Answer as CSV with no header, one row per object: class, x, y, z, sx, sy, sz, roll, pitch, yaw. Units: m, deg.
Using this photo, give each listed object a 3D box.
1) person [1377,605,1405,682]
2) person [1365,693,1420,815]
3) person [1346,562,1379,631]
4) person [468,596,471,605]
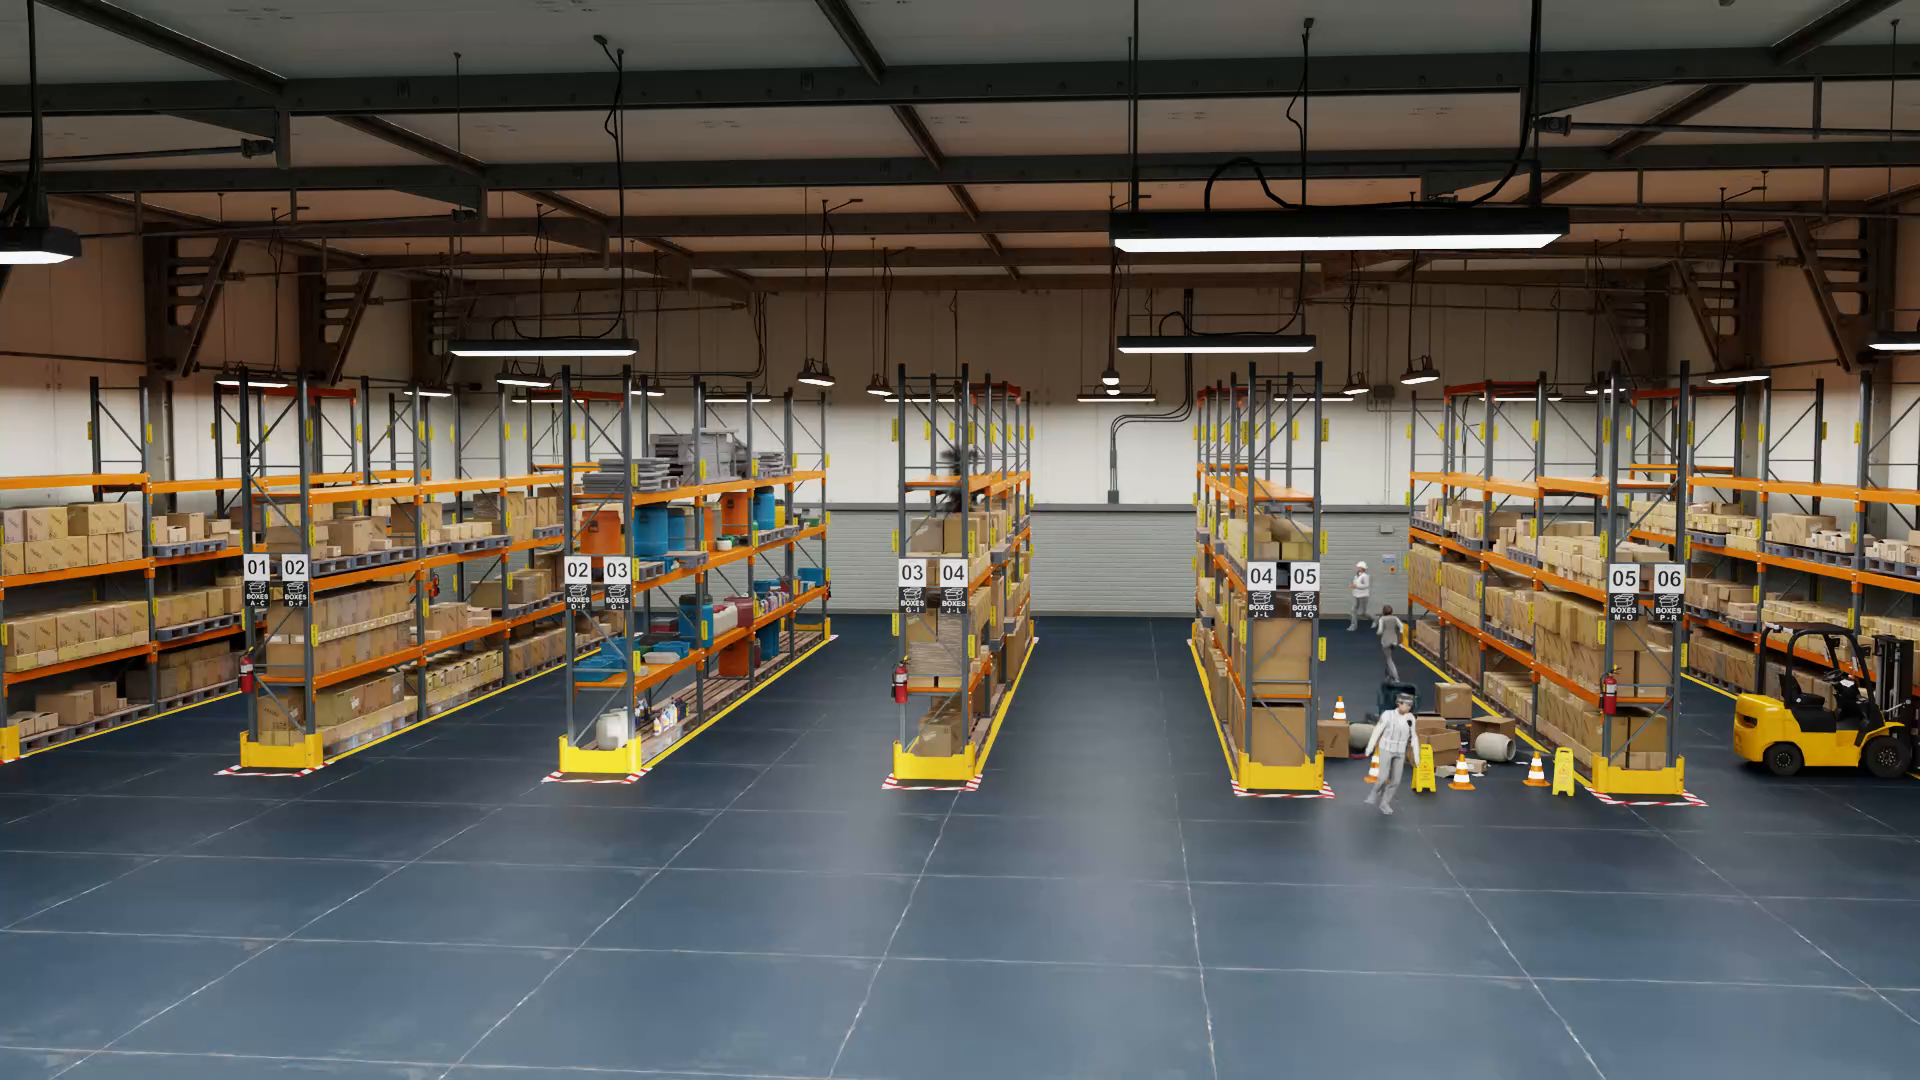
person,8.548,2.098,33.081,0.481,1.614,0.779,-1,4,-16
person,5.688,2.797,21.854,0.615,1.630,0.569,-1,4,-13
person,10.132,1.419,41.878,0.908,1.755,0.663,-1,4,-16
person,-10.560,1.790,36.812,0.686,1.709,0.699,-1,4,-8
